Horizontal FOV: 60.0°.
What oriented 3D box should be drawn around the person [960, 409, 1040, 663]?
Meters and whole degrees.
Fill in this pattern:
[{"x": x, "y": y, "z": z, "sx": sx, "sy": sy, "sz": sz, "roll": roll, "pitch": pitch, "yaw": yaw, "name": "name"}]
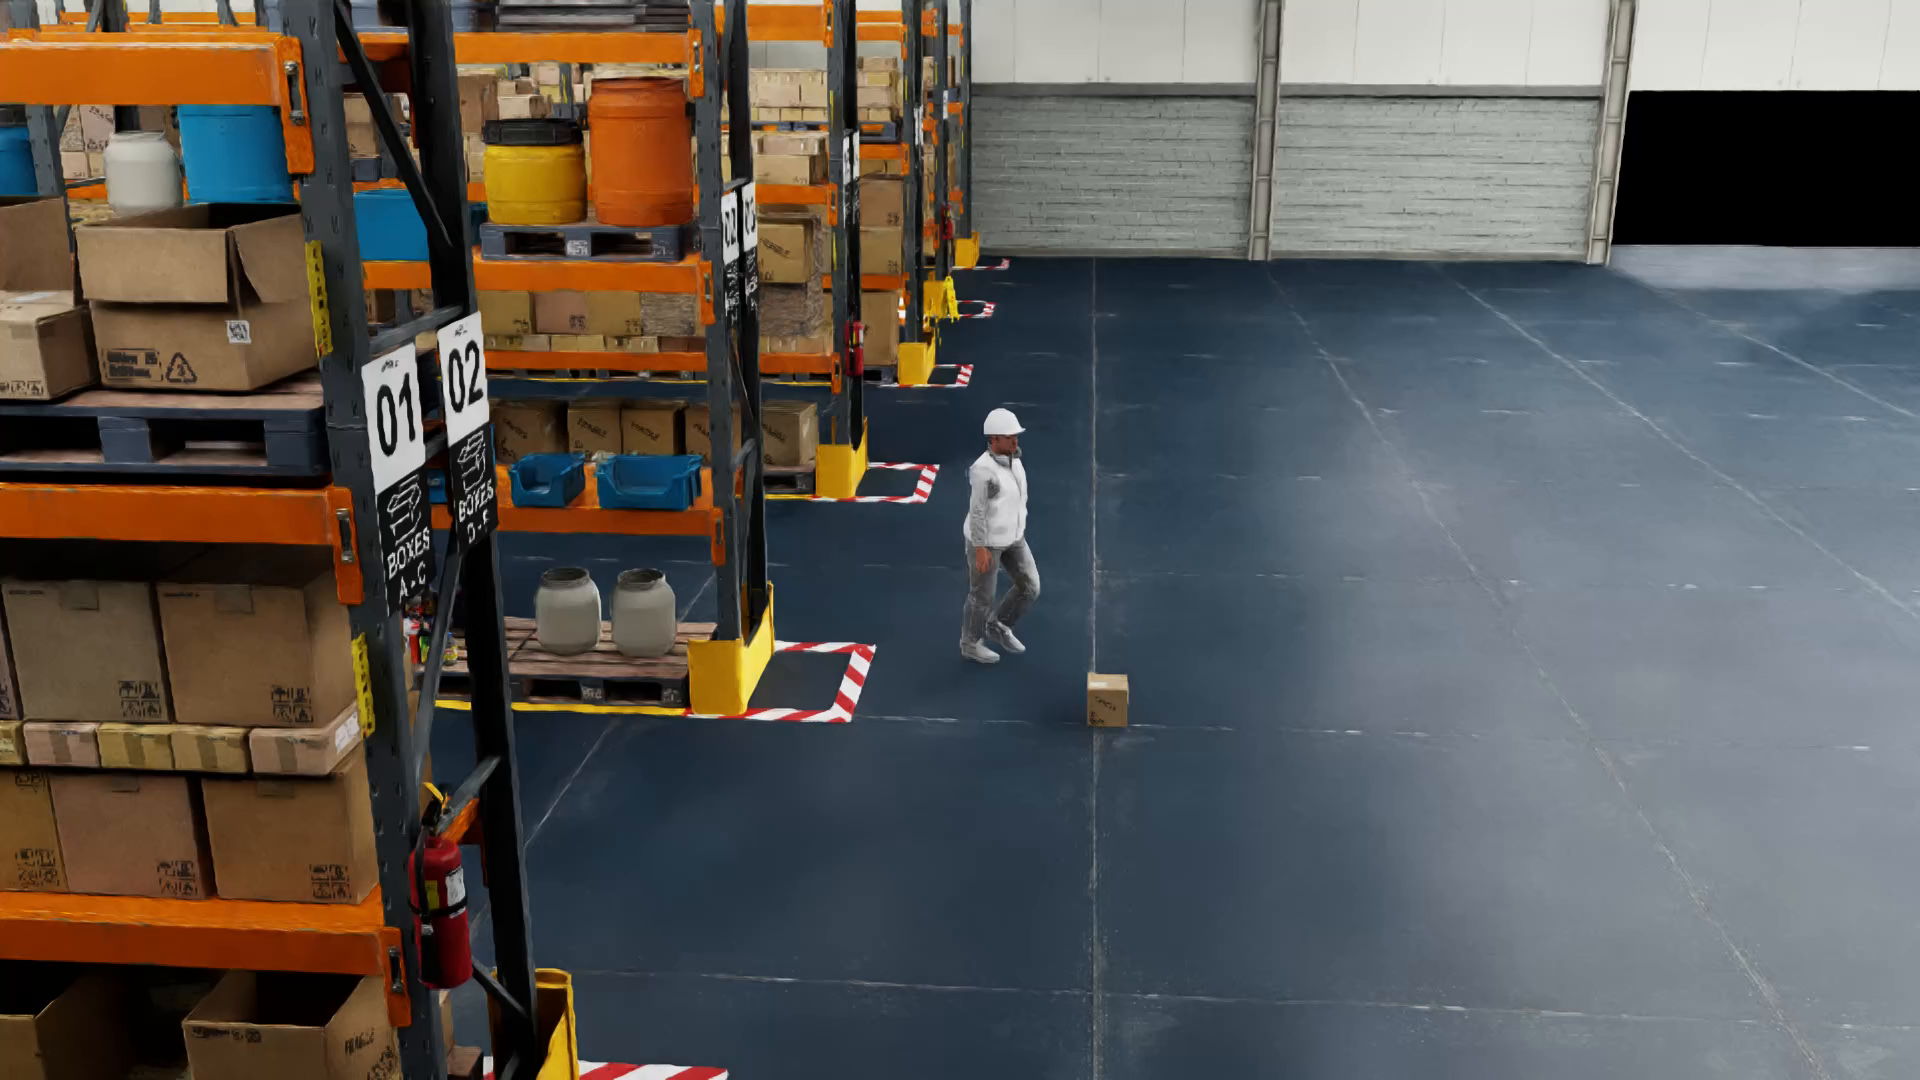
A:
[{"x": 0.221, "y": -0.020, "z": 11.008, "sx": 0.533, "sy": 1.759, "sz": 0.565, "roll": 11, "pitch": 21, "yaw": 32, "name": "person"}]
